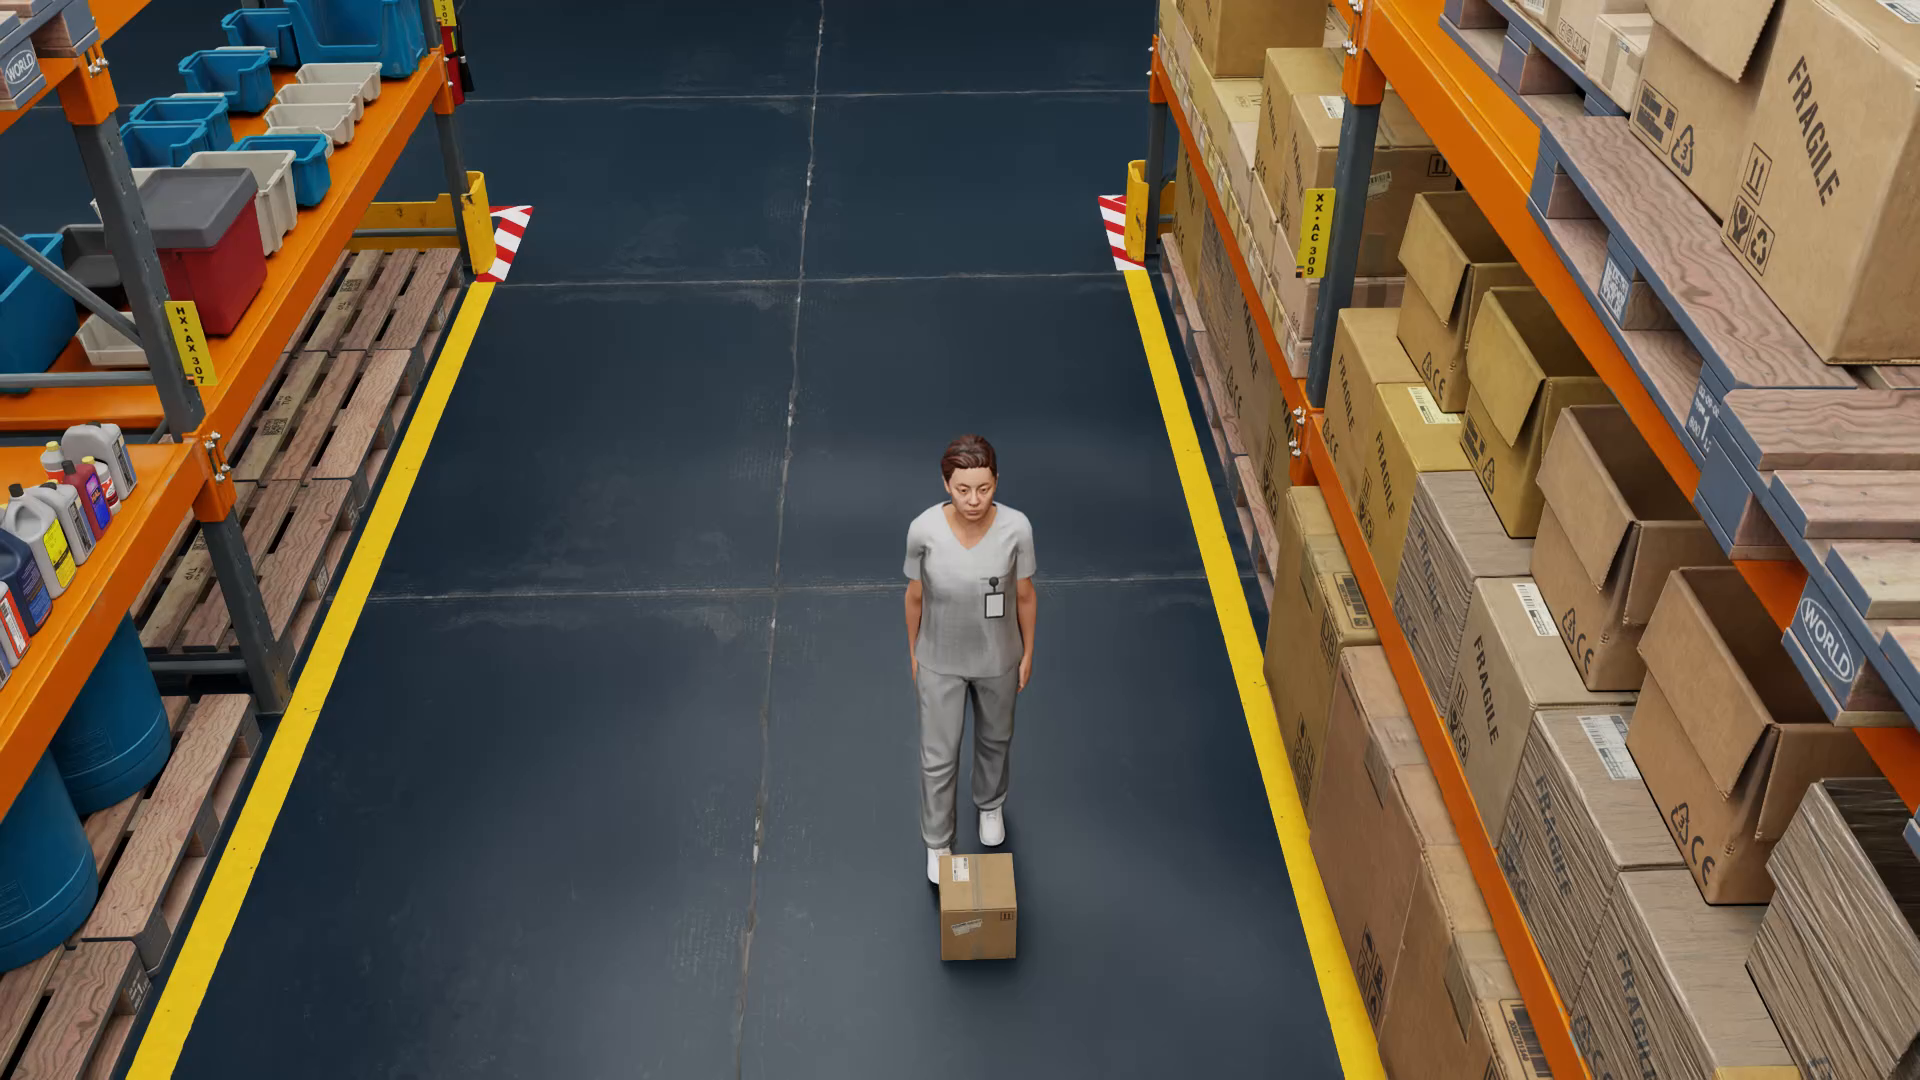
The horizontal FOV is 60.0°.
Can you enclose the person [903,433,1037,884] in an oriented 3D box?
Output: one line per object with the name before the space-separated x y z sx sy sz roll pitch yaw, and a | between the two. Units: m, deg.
person | 0.037 0.414 5.577 0.441 1.675 0.519 -1 35 -2
